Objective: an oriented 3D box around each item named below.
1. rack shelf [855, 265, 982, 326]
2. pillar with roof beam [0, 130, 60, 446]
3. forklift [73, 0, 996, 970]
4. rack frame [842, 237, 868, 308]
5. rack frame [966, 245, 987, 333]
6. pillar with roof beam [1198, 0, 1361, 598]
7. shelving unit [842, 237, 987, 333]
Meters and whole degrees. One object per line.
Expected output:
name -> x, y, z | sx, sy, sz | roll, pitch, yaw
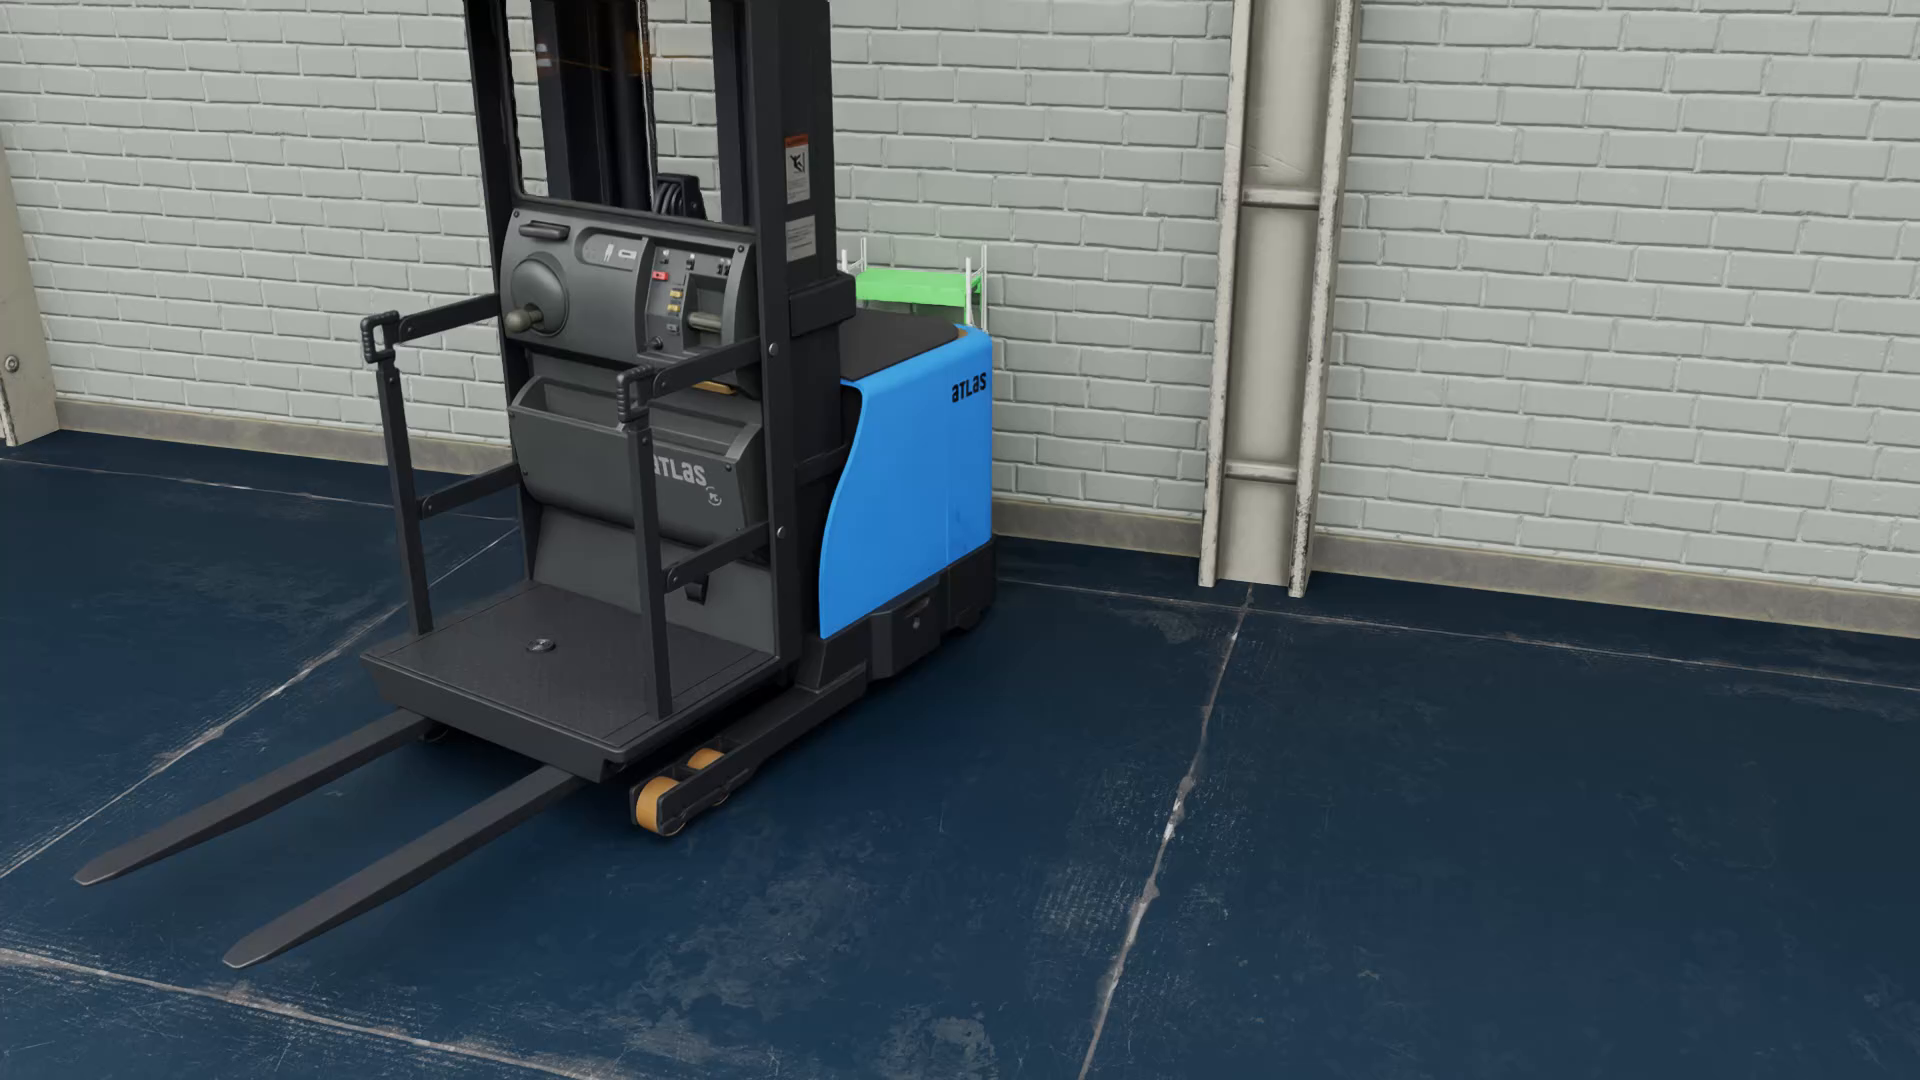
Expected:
rack shelf -> -0.172, -0.940, 6.384 | 0.480, 0.148, 0.258 | 6, 23, 15
pillar with roof beam -> -5.845, -3.118, 2.513 | 0.400, 9.000, 9.100 | 7, 23, 16
forklift -> -1.100, -0.720, 4.663 | 1.130, 2.935, 3.031 | 14, 26, 31
rack frame -> -0.406, -0.581, 6.605 | 0.015, 1.200, 0.240 | 6, 23, 15
rack frame -> 0.062, -0.529, 6.478 | 0.015, 1.200, 0.240 | 6, 23, 15
pillar with roof beam -> -0.101, -2.460, 0.910 | 0.400, 9.000, 9.100 | 7, 23, 16
shelving unit -> -0.172, -0.555, 6.541 | 0.503, 1.200, 0.258 | 6, 23, 15
